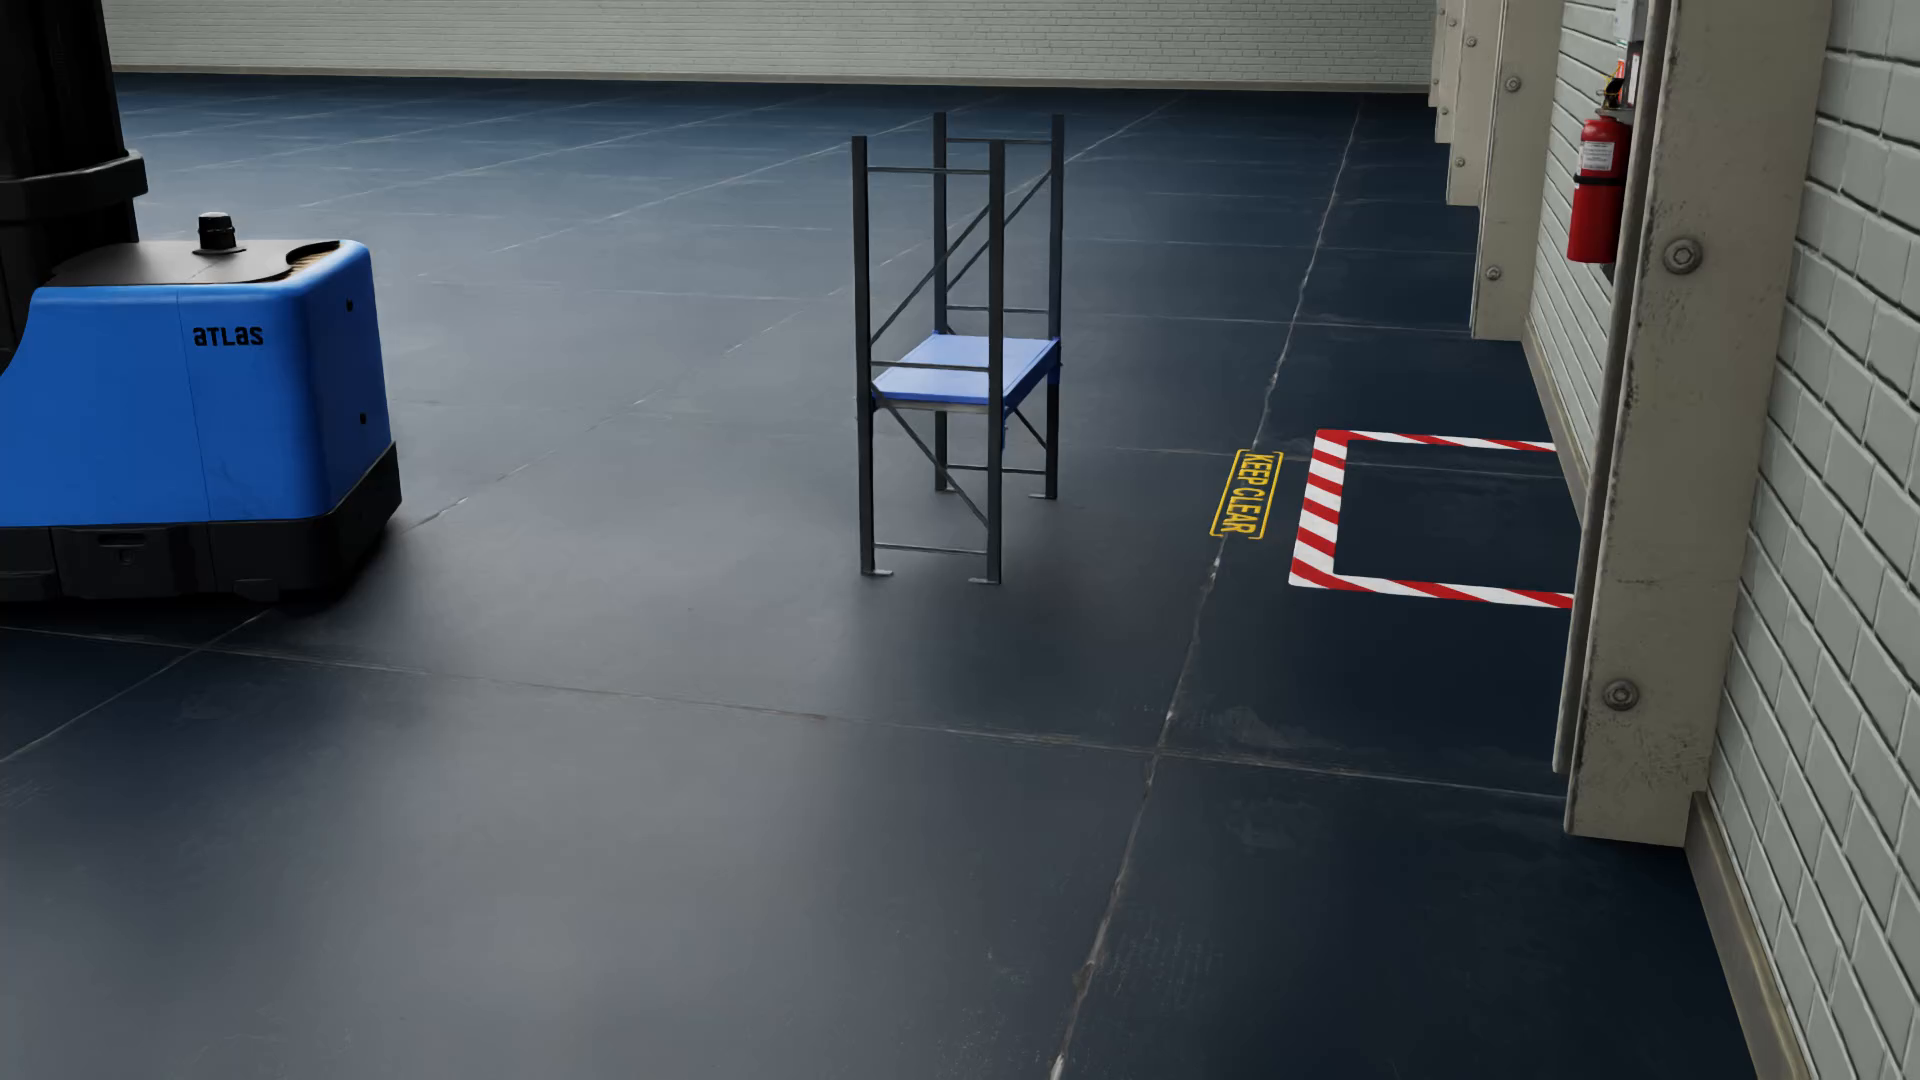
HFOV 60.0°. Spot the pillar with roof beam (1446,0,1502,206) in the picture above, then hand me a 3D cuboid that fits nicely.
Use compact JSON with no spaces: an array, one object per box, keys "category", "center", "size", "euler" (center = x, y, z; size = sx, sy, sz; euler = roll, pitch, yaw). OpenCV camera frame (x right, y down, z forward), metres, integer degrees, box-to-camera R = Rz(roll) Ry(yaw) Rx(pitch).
[{"category":"pillar with roof beam","center":[0.440,-7.689,14.777],"size":[9.100,9.000,0.400],"euler":[5,19,13]}]

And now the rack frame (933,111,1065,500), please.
[{"category":"rack frame","center":[0.145,-0.896,6.490],"size":[0.500,1.500,0.032],"euler":[5,19,13]}]

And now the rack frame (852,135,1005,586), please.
[{"category":"rack frame","center":[-0.103,-0.577,5.557],"size":[0.500,1.500,0.032],"euler":[5,19,13]}]

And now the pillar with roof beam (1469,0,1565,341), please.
[{"category":"pillar with roof beam","center":[-1.026,-5.808,9.271],"size":[9.100,9.000,0.400],"euler":[5,19,13]}]

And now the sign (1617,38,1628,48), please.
[{"category":"sign","center":[2.549,-1.953,6.388],"size":[0.001,0.109,0.331],"euler":[5,19,13]}]

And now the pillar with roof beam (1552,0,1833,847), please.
[{"category":"pillar with roof beam","center":[-2.492,-3.928,3.765],"size":[9.100,9.000,0.400],"euler":[5,19,13]}]

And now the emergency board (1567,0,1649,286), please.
[{"category":"emergency board","center":[2.324,-1.520,5.998],"size":[0.194,1.169,0.643],"euler":[5,19,13]}]

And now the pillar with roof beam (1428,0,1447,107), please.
[{"category":"pillar with roof beam","center":[3.372,-11.450,25.789],"size":[9.100,9.000,0.400],"euler":[5,19,13]}]

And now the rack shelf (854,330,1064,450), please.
[{"category":"rack shelf","center":[0.021,-0.566,6.082],"size":[0.538,0.185,1.000],"euler":[5,19,13]}]

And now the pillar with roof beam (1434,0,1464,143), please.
[{"category":"pillar with roof beam","center":[1.906,-9.570,20.283],"size":[9.100,9.000,0.400],"euler":[5,19,13]}]

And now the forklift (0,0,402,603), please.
[{"category":"forklift","center":[-3.617,-1.284,5.413],"size":[3.031,2.935,1.130],"euler":[-2,19,-5]}]

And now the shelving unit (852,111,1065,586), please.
[{"category":"shelving unit","center":[0.021,-0.736,6.023],"size":[0.538,1.500,1.048],"euler":[5,19,13]}]

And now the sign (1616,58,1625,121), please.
[{"category":"sign","center":[2.559,-1.703,6.476],"size":[0.001,0.329,0.234],"euler":[5,19,13]}]
